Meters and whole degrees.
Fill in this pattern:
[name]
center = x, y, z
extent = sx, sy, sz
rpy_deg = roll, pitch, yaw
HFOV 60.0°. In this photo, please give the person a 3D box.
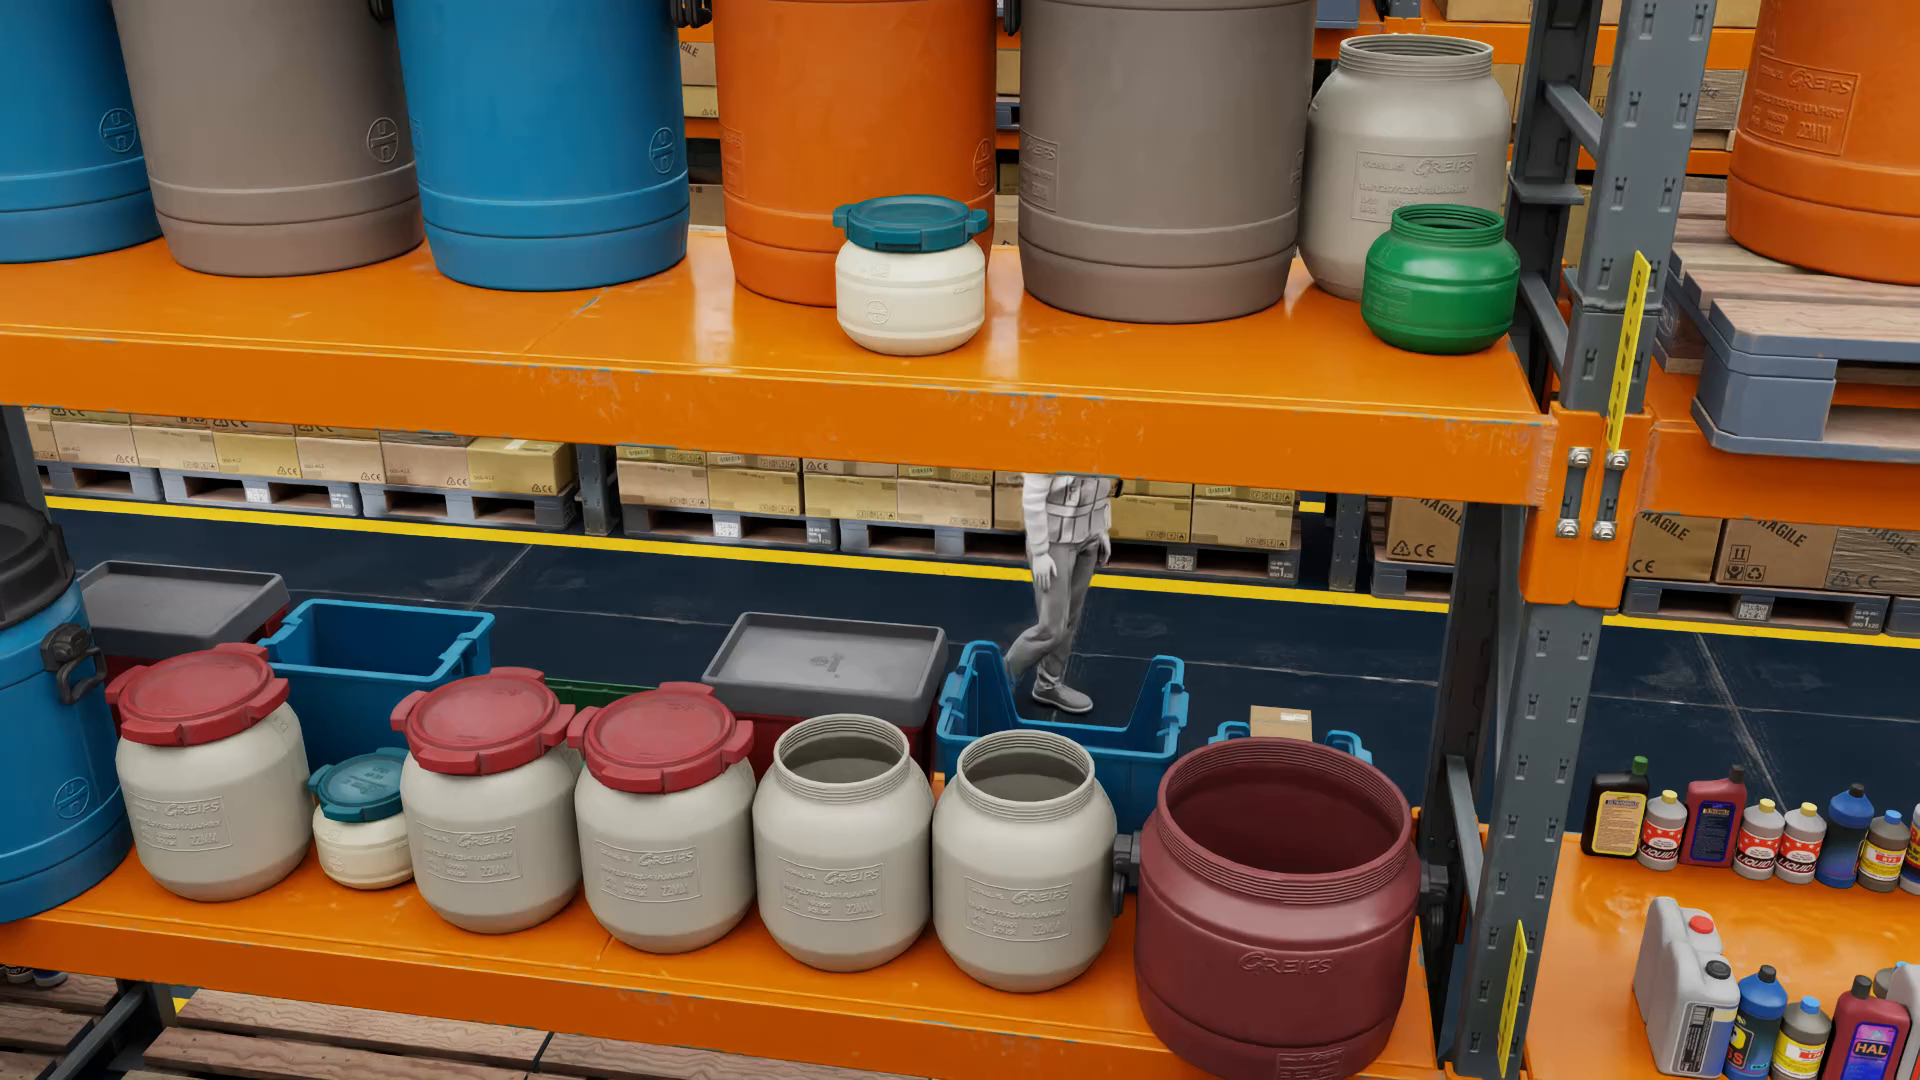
[person]
center = 0.395, 0.005, 7.055
extent = 0.421, 1.667, 0.609
rpy_deg = 21, 32, 37
